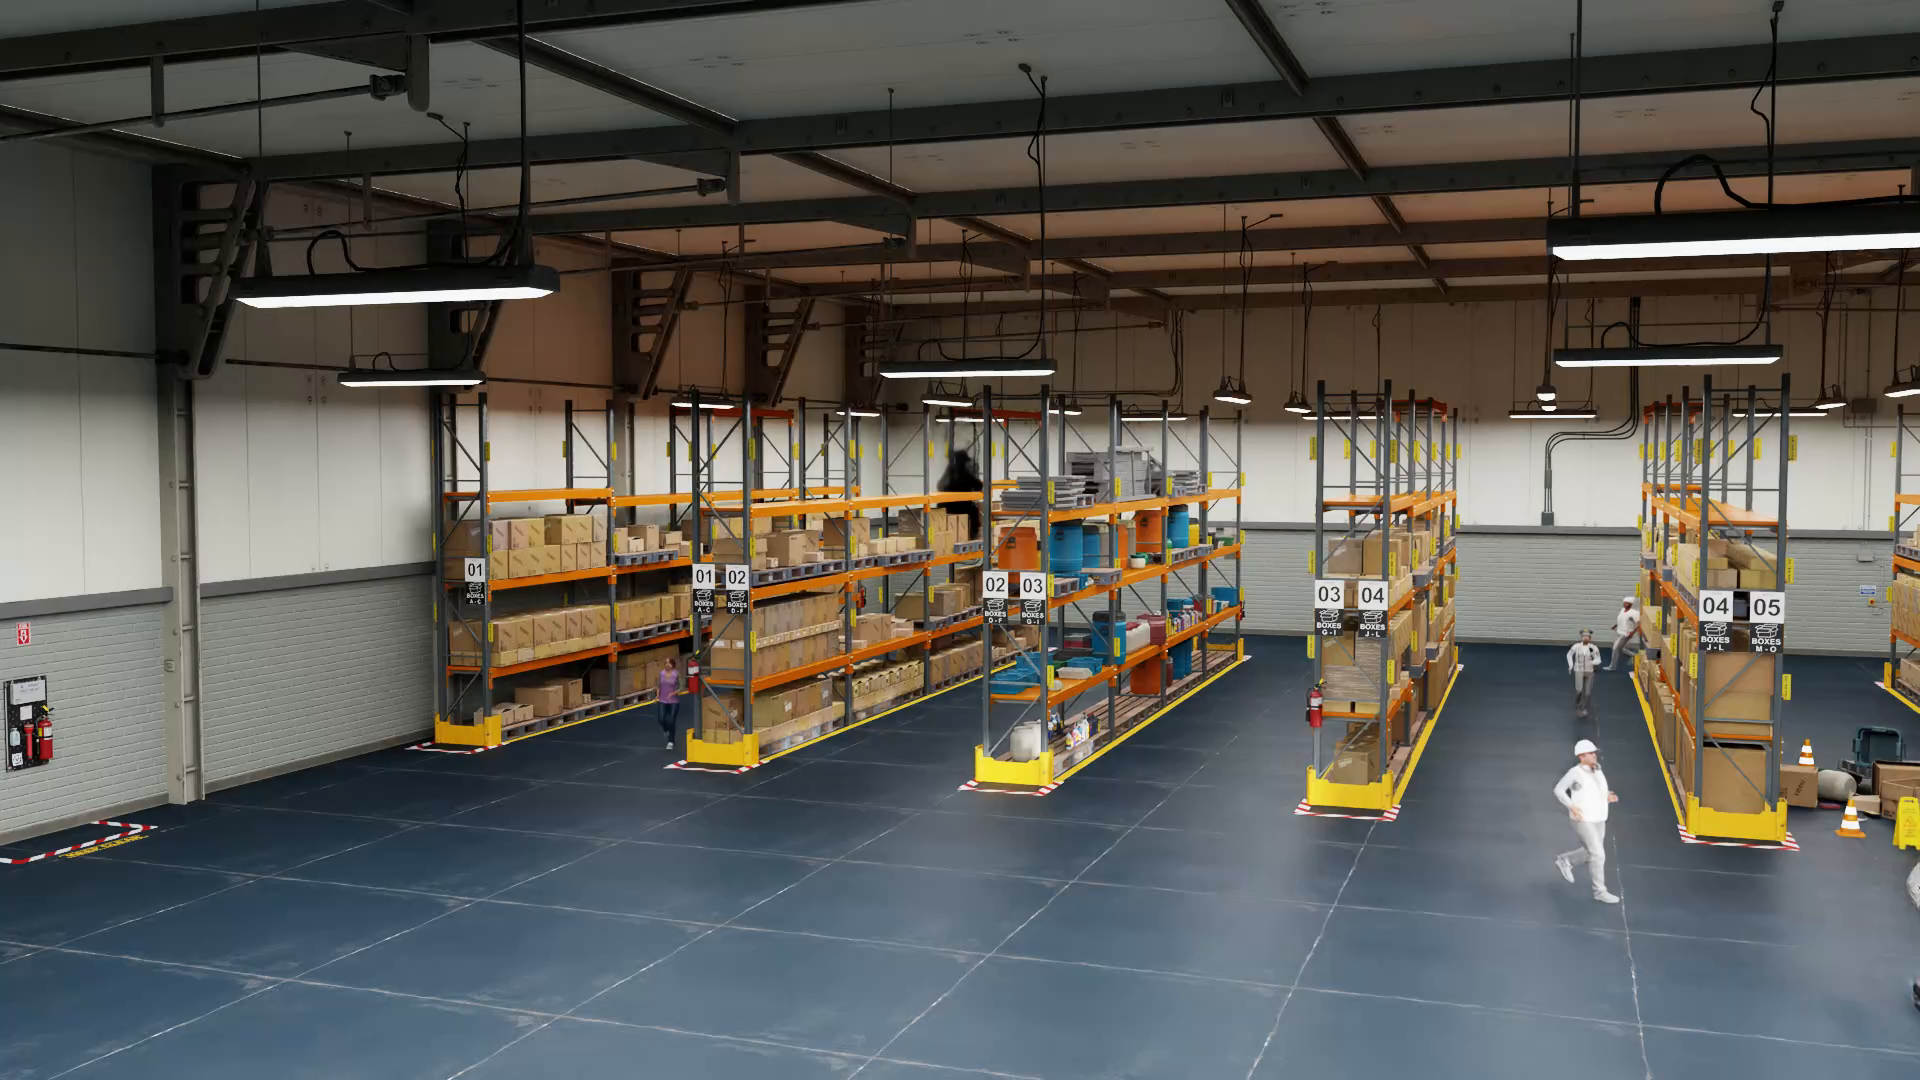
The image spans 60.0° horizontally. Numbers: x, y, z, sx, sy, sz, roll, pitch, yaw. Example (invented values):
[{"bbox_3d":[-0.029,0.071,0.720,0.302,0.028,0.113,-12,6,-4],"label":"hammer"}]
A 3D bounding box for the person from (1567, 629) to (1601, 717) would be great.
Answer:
[{"bbox_3d":[11.701,2.495,31.169,0.591,1.670,0.634,1,3,17],"label":"person"}]

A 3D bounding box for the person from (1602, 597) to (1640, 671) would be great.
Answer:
[{"bbox_3d":[15.111,2.133,37.757,0.860,1.718,0.763,0,3,-7],"label":"person"}]

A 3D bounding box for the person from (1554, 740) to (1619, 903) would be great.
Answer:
[{"bbox_3d":[7.034,3.122,18.665,0.667,1.750,0.919,-2,4,-32],"label":"person"}]

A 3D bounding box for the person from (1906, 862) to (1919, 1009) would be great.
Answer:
[{"bbox_3d":[8.746,3.371,14.662,0.667,1.686,0.601,-2,4,-39],"label":"person"}]

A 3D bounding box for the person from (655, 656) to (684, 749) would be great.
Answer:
[{"bbox_3d":[-4.902,2.739,27.921,0.530,1.558,0.497,0,3,5],"label":"person"}]
